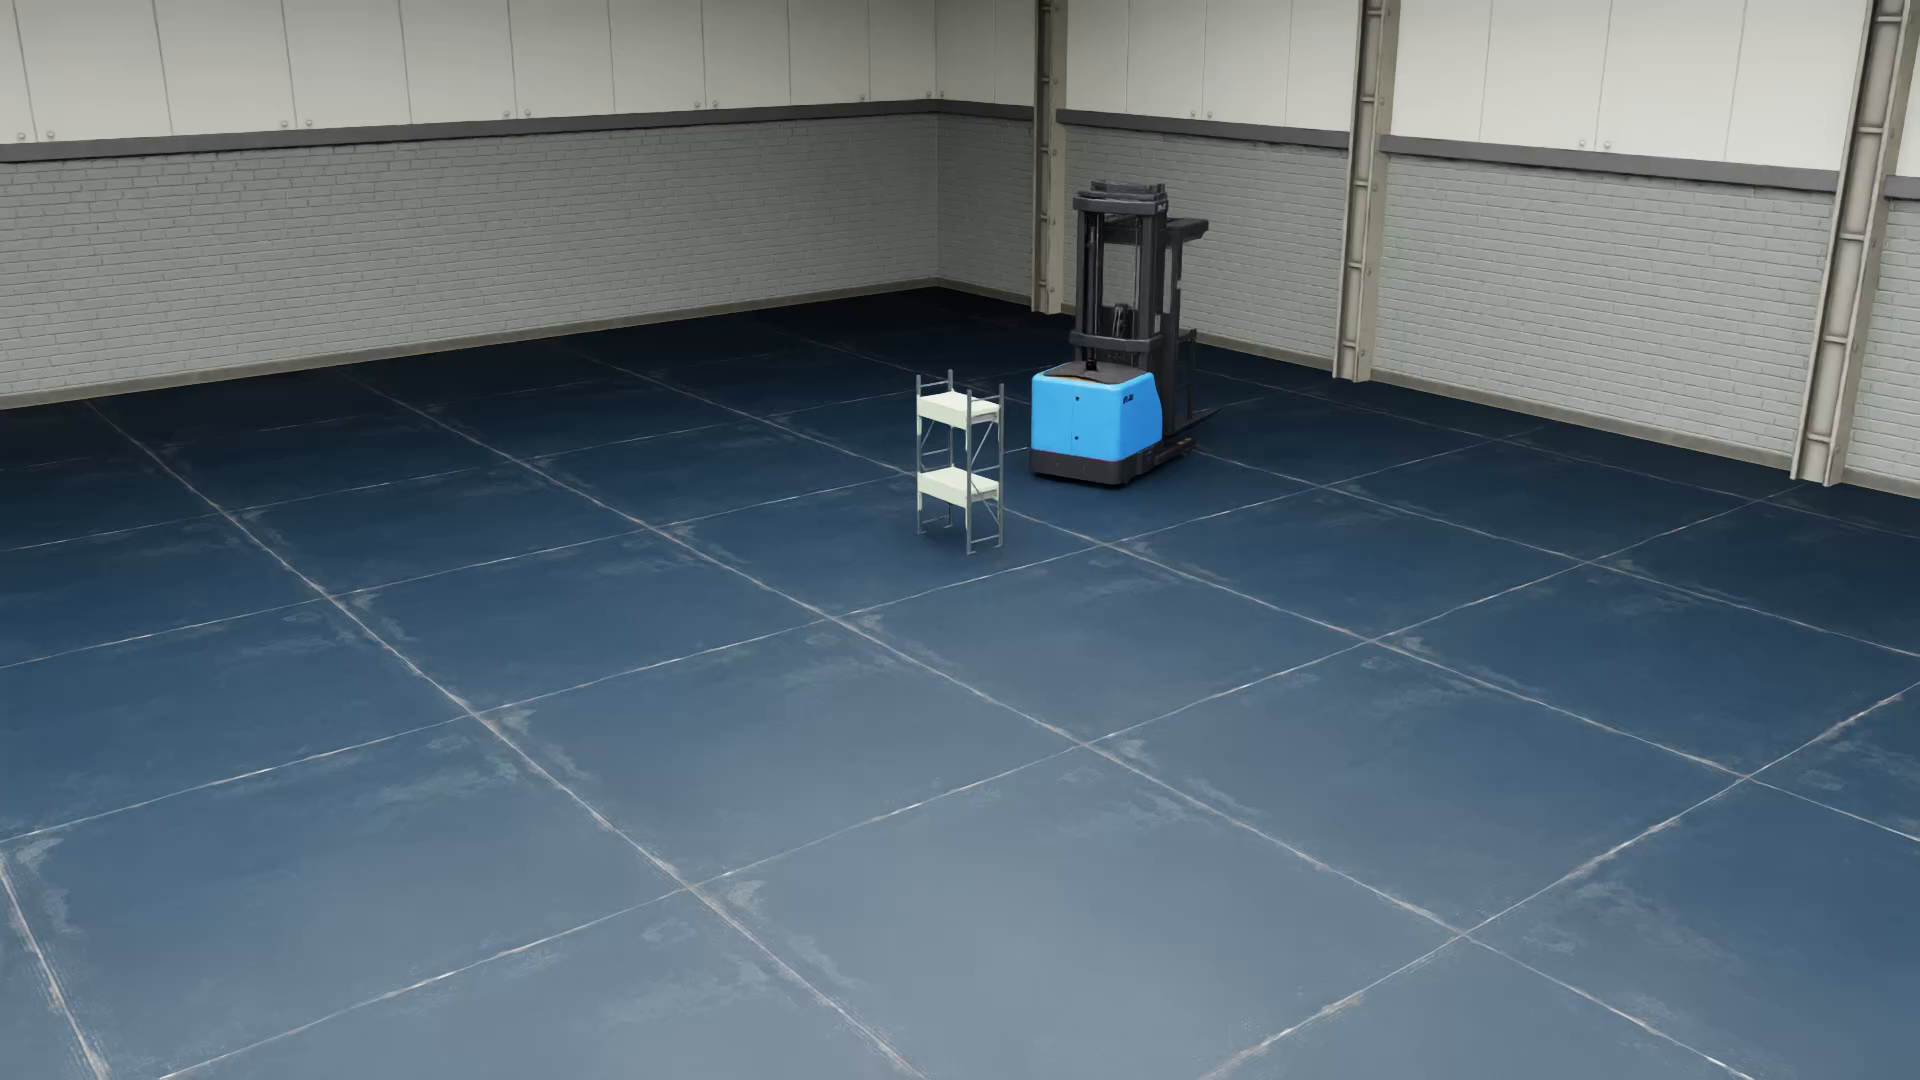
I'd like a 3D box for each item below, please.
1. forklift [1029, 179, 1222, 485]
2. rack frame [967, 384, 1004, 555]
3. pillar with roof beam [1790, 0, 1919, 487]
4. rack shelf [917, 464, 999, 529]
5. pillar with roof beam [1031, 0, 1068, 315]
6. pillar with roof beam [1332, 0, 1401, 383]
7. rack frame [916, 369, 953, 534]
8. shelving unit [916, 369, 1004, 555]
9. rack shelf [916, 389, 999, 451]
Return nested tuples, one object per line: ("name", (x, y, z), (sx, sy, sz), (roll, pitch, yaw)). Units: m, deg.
("forklift", (1.927, -2.359, 17.710), (1.130, 2.935, 3.031), (11, 21, 30))
("rack frame", (0.223, -0.623, 14.747), (0.400, 1.500, 0.023), (-14, 23, -36))
("pillar with roof beam", (5.434, -4.050, 13.166), (9.100, 9.000, 0.400), (-14, 23, -36))
("rack shelf", (-0.004, -0.404, 15.122), (0.431, 0.370, 0.720), (-14, 23, -36))
("pillar with roof beam", (-2.017, -7.007, 22.096), (9.100, 9.000, 0.400), (-14, 23, -36))
("pillar with roof beam", (1.708, -5.529, 17.631), (9.100, 9.000, 0.400), (-14, 23, -36))
("rack frame", (-0.231, -0.804, 15.292), (0.400, 1.500, 0.023), (-14, 23, -36))
("shelving unit", (-0.004, -0.714, 15.019), (0.431, 1.500, 0.755), (-14, 23, -36))
("rack shelf", (-0.004, -1.084, 14.897), (0.431, 0.370, 0.720), (-14, 23, -36))
